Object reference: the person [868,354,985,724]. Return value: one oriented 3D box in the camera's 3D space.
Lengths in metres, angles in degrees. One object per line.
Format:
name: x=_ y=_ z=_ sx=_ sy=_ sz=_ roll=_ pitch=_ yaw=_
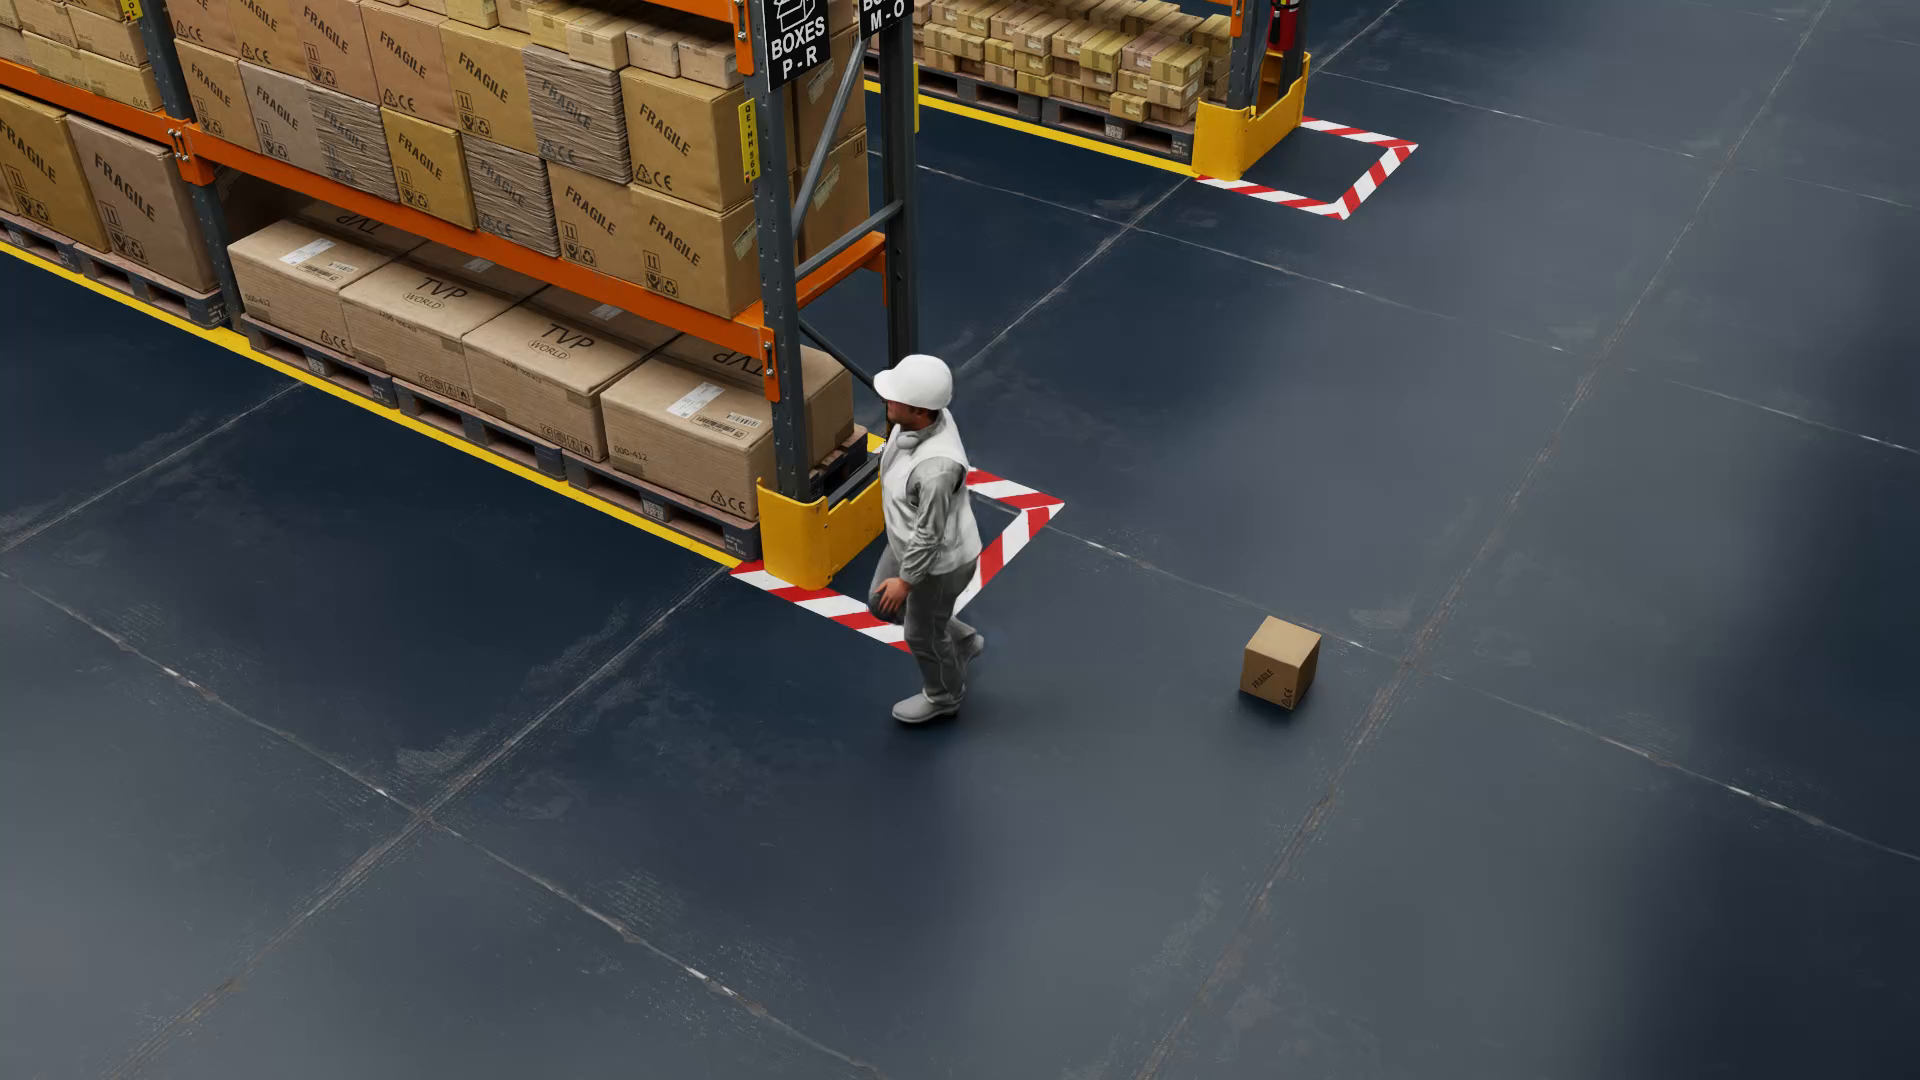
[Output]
person: x=-0.130 y=0.002 z=6.621 sx=0.518 sy=1.758 sz=0.599 roll=-9 pitch=39 yaw=-11
